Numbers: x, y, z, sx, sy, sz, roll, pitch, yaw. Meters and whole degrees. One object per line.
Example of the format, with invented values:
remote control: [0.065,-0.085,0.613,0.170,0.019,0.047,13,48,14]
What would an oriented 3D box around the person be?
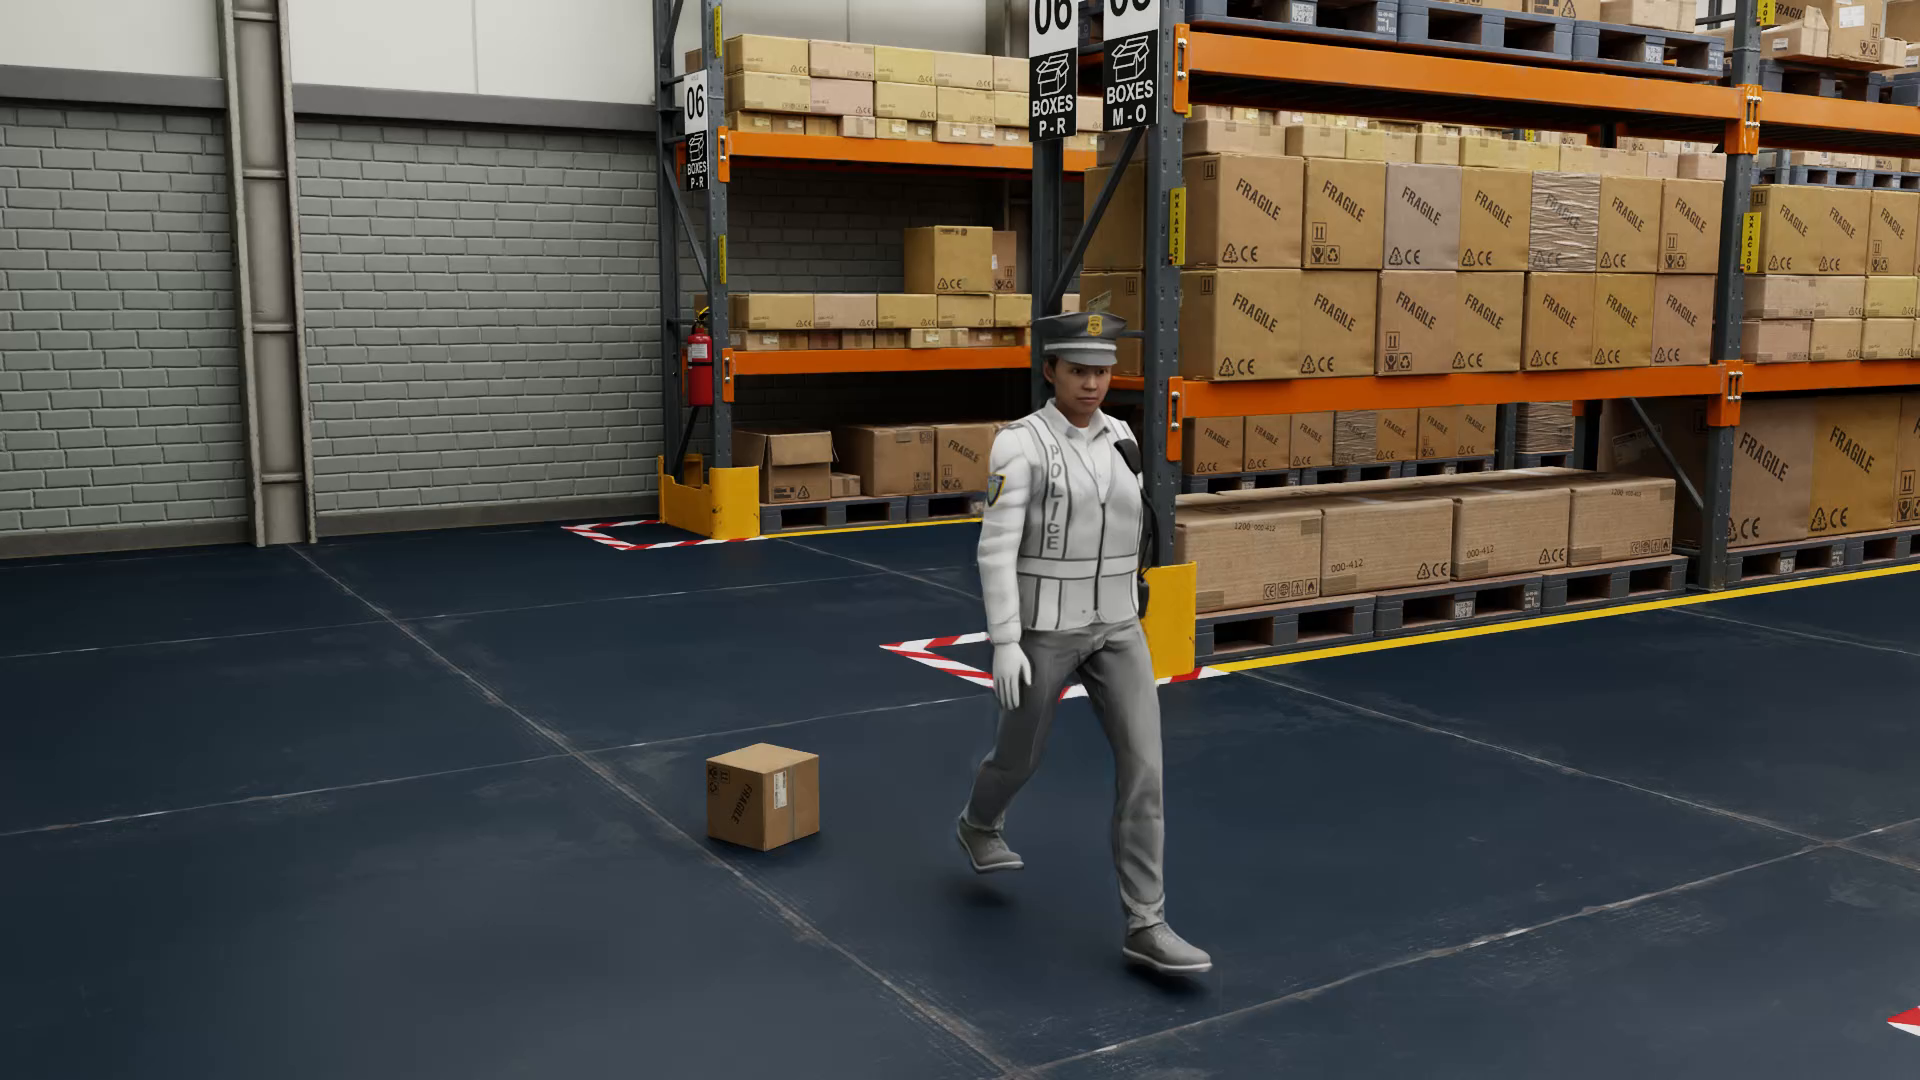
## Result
person: [0.272,0.224,4.281,0.526,1.617,1.016,-4,9,-24]
